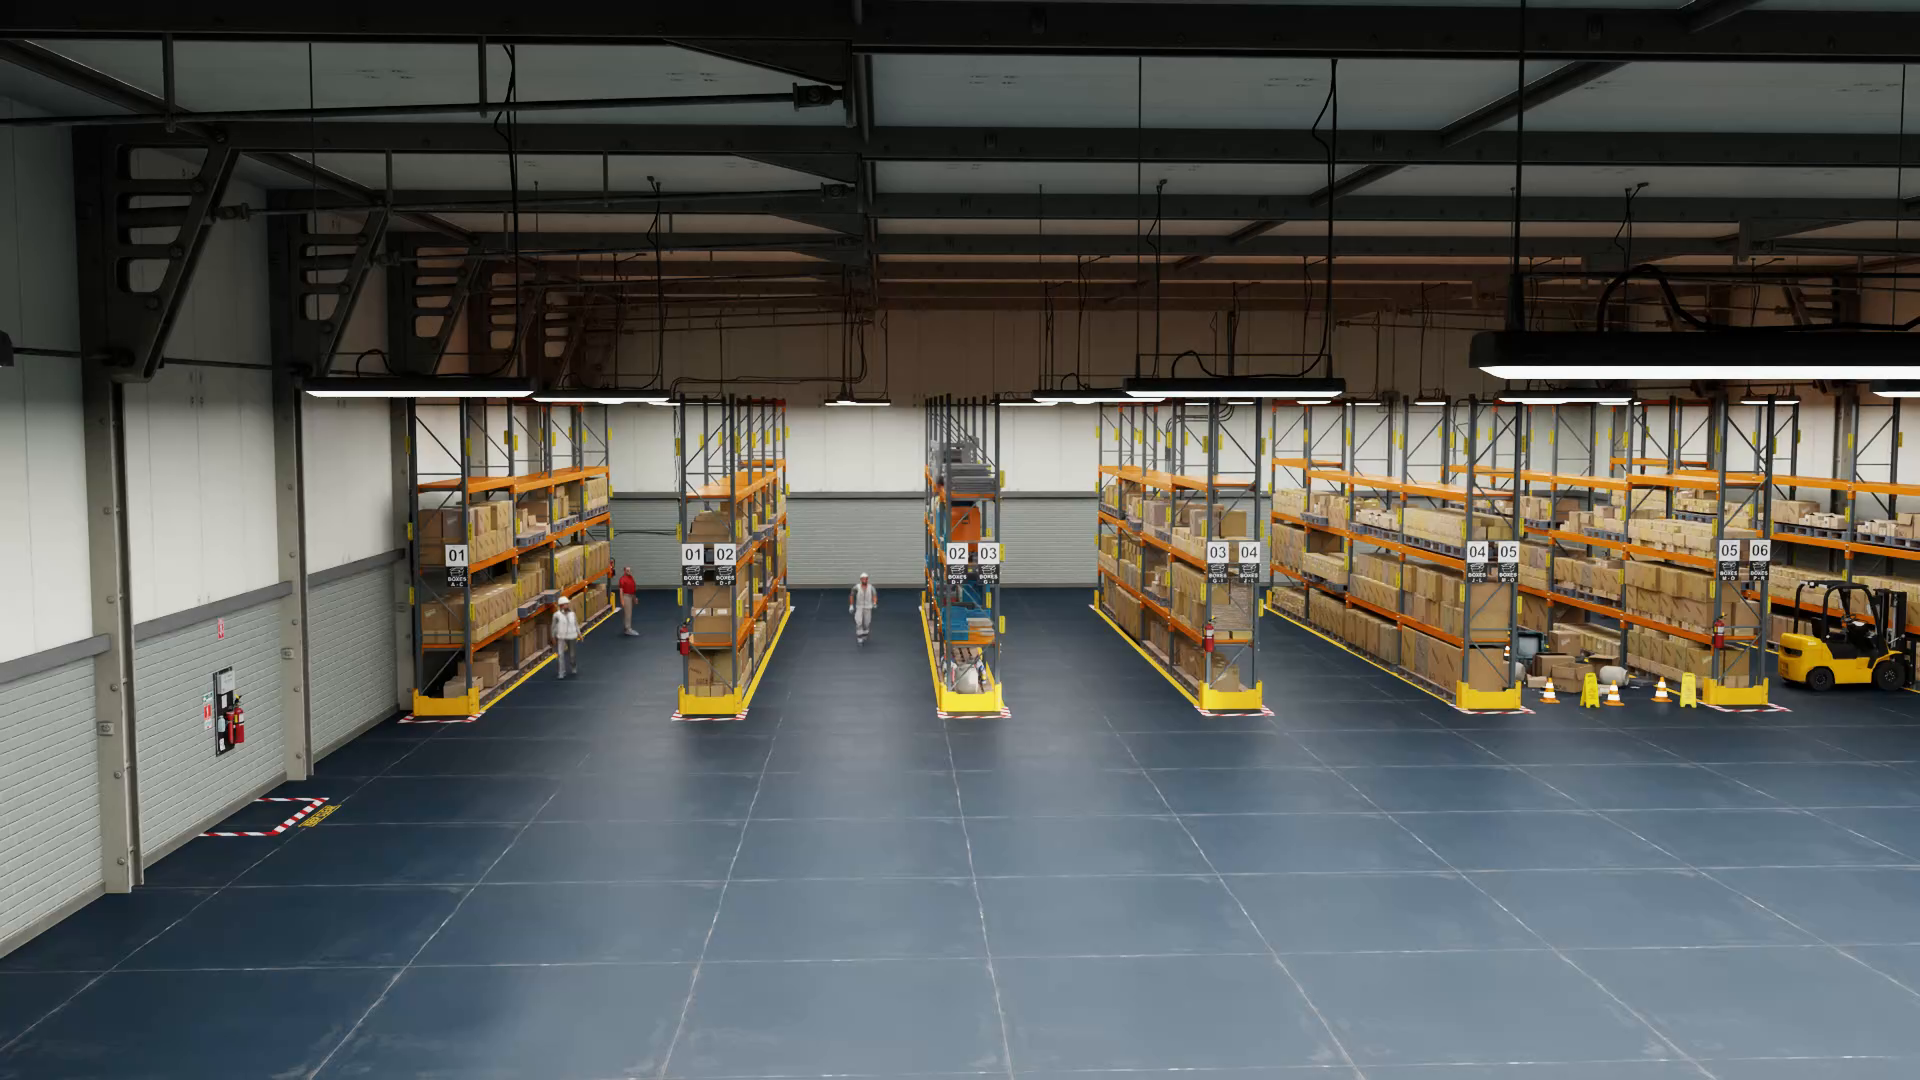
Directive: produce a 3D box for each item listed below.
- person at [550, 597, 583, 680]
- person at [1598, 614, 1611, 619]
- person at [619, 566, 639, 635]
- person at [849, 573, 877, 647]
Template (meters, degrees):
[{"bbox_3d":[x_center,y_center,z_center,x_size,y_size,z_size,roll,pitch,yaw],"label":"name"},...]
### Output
[{"bbox_3d":[-8.352,2.071,35.336,0.681,1.733,1.007,0,5,-5],"label":"person"},{"bbox_3d":[17.614,1.330,45.420,0.415,1.643,0.510,0,5,4],"label":"person"},{"bbox_3d":[-8.379,1.529,42.288,0.487,1.733,0.575,0,5,6],"label":"person"},{"bbox_3d":[-2.348,1.704,40.289,0.662,1.813,0.877,0,5,-3],"label":"person"}]
